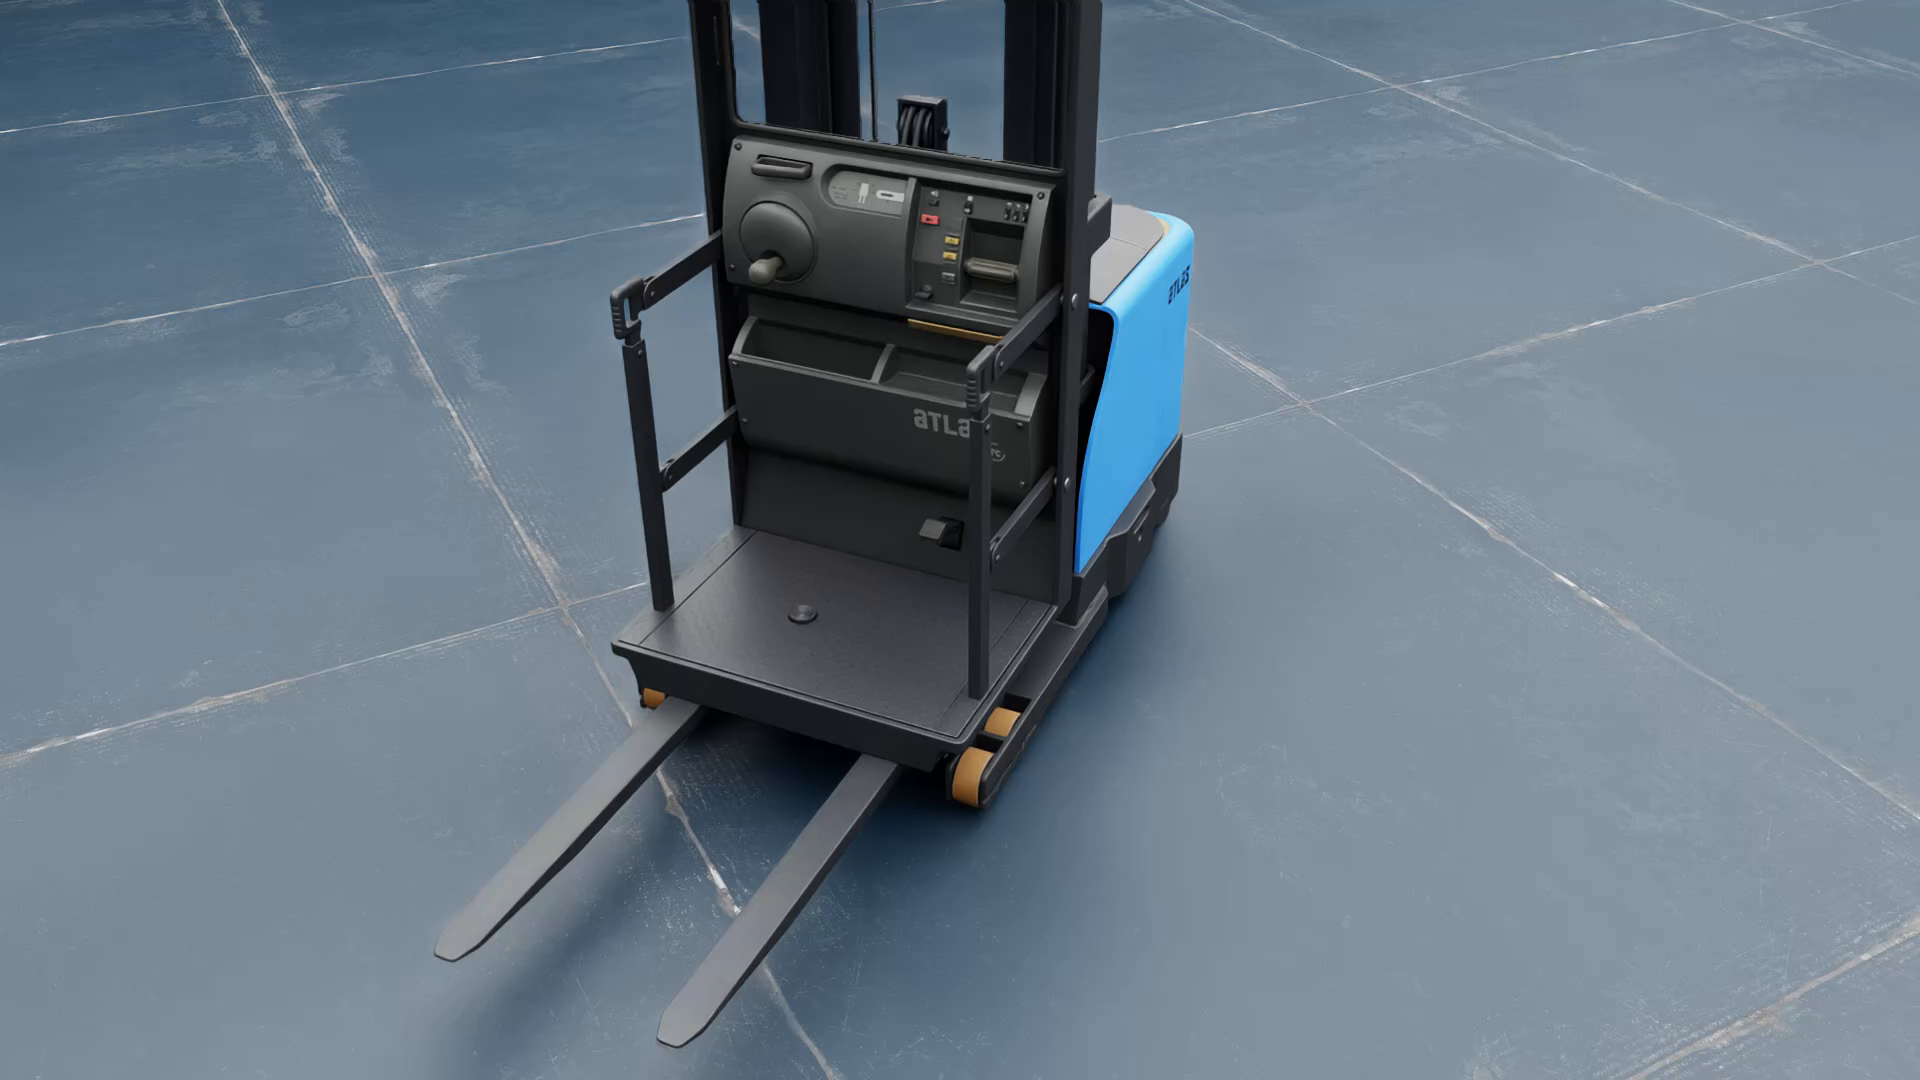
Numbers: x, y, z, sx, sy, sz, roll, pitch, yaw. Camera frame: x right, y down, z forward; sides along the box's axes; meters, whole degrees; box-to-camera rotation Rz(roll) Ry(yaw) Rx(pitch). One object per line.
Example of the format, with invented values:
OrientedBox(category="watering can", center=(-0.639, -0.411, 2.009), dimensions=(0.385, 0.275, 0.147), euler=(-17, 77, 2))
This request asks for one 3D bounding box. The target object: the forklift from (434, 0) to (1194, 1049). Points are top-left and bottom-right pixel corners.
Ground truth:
OrientedBox(category="forklift", center=(-0.293, -0.761, 4.220), dimensions=(1.130, 2.935, 3.031), euler=(14, 35, 20))
